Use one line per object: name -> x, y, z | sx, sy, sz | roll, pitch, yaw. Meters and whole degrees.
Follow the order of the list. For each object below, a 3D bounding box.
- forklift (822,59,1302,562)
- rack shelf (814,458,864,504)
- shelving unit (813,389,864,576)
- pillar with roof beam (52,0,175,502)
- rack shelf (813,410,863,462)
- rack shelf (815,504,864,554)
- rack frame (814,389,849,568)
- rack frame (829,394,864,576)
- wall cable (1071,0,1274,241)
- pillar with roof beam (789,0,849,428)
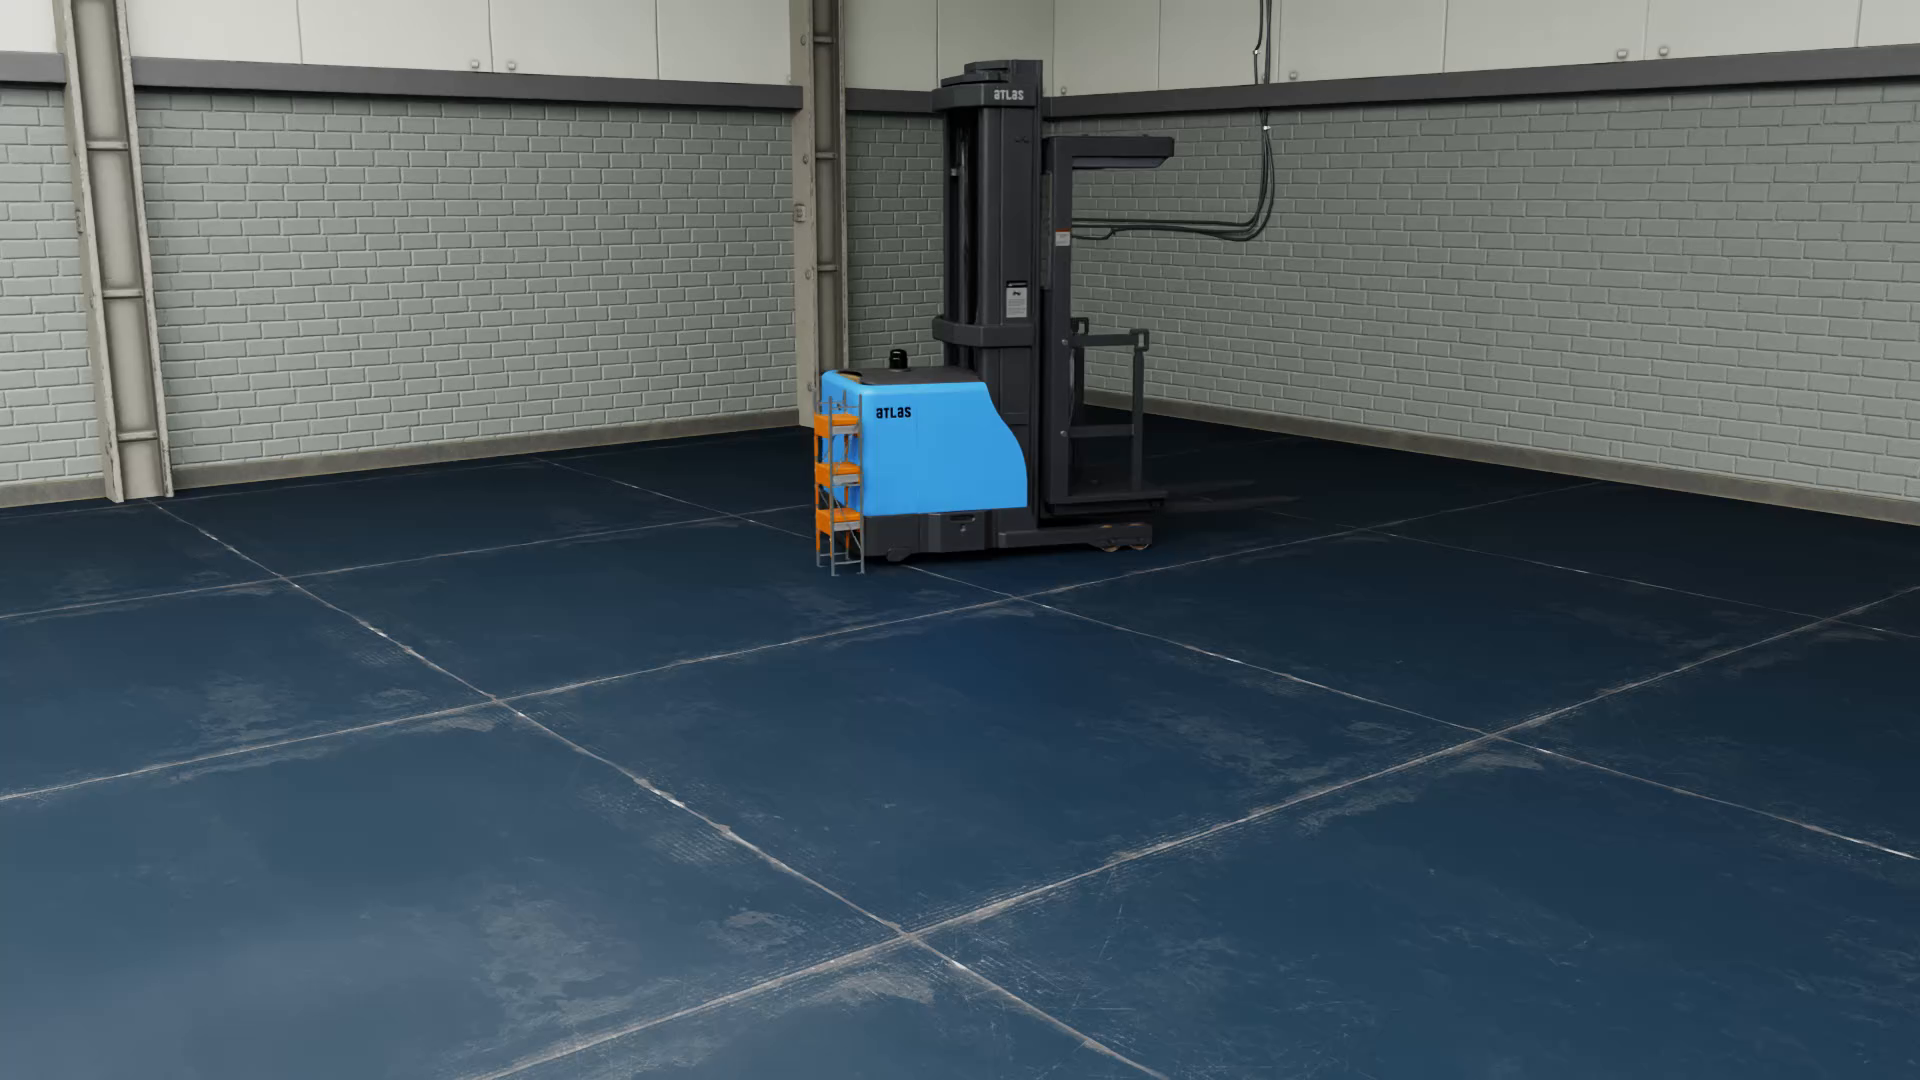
forklift -> 0.688, -1.459, 10.445 | 3.031, 2.935, 1.130 | -4, 13, -17
rack shelf -> -0.705, -0.326, 9.686 | 0.215, 0.259, 0.240 | -6, 13, -24
shelving unit -> -0.705, -0.336, 9.683 | 0.215, 1.050, 0.252 | -6, 13, -24
pillar with roof beam -> -3.290, -4.022, 7.905 | 0.400, 9.000, 9.100 | -9, 15, -38
rack shelf -> -0.705, -0.603, 9.627 | 0.215, 0.259, 0.240 | -6, 13, -24
rack shelf -> -0.705, -0.054, 9.743 | 0.215, 0.259, 0.240 | -6, 13, -24
rack frame -> -0.757, -0.359, 9.792 | 0.200, 1.050, 0.008 | -6, 13, -24
rack frame -> -0.654, -0.313, 9.575 | 0.200, 1.050, 0.008 | -6, 13, -24
wall cable -> 1.833, -4.148, 15.972 | 0.112, 2.526, 3.097 | -9, 15, -38
pillar with roof beam -> 1.396, -4.800, 11.571 | 0.400, 9.000, 9.100 | -9, 15, -38
